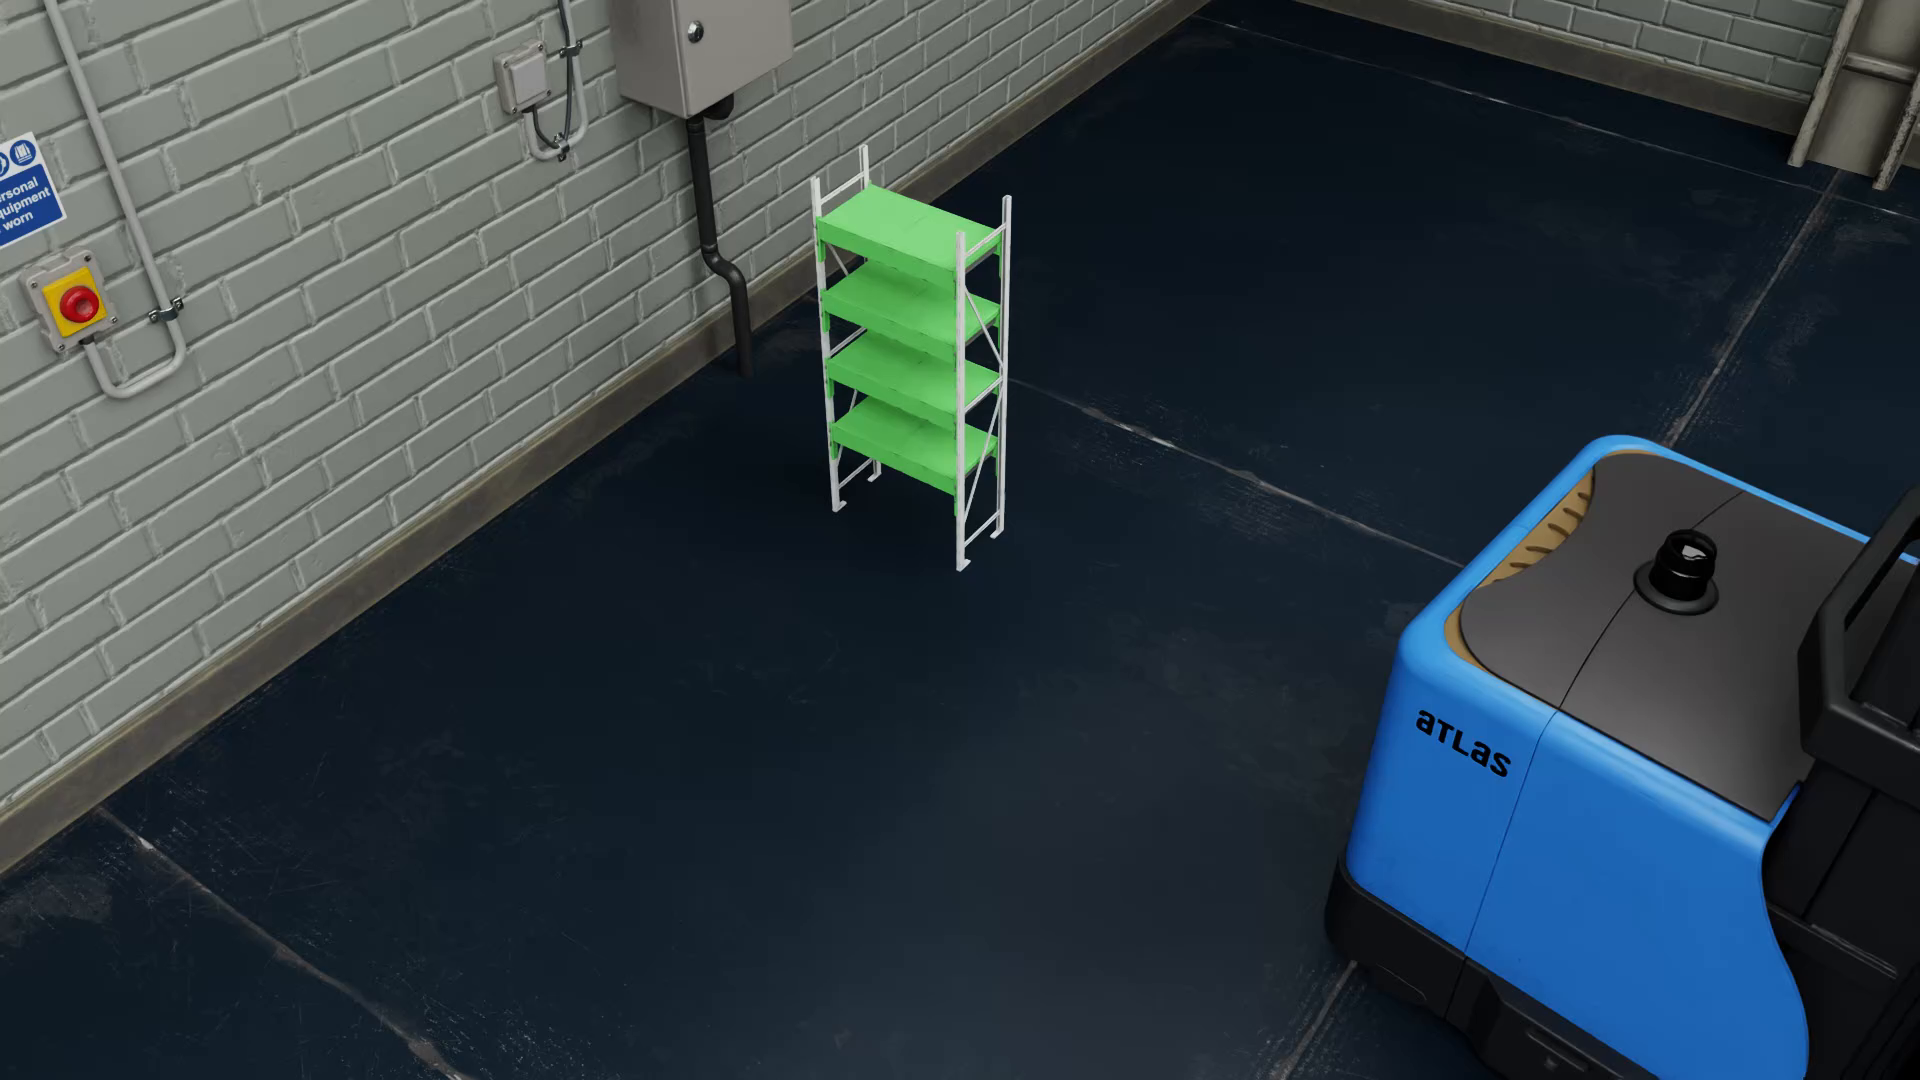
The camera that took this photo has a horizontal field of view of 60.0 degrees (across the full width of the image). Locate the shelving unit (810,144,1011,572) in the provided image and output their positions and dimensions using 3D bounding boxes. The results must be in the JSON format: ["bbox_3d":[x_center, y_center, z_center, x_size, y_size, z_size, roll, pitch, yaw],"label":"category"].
[{"bbox_3d":[-0.136,-0.511,4.921,0.503,1.200,0.258,25,48,25],"label":"shelving unit"}]

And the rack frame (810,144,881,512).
[{"bbox_3d":[-0.335,-0.604,5.025,0.015,1.200,0.240,25,48,25],"label":"rack frame"}]

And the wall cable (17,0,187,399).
[{"bbox_3d":[-2.045,-1.016,3.351,0.123,1.953,0.585,25,48,25],"label":"wall cable"}]

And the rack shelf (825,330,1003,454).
[{"bbox_3d":[-0.136,-0.463,4.963,0.480,0.148,0.258,25,48,25],"label":"rack shelf"}]

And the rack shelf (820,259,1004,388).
[{"bbox_3d":[-0.136,-0.642,4.803,0.480,0.148,0.258,25,48,25],"label":"rack shelf"}]

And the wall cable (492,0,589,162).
[{"bbox_3d":[-1.240,-1.784,4.232,0.122,1.984,0.588,25,48,25],"label":"wall cable"}]

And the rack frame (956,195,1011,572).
[{"bbox_3d":[0.064,-0.417,4.816,0.015,1.200,0.240,25,48,25],"label":"rack frame"}]

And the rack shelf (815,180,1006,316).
[{"bbox_3d":[-0.136,-0.821,4.643,0.480,0.148,0.258,25,48,25],"label":"rack shelf"}]

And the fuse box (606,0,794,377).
[{"bbox_3d":[-0.719,-1.237,5.349,0.414,1.711,0.539,25,48,25],"label":"fuse box"}]

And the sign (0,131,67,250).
[{"bbox_3d":[-2.123,-0.724,3.607,0.001,0.218,0.327,25,48,25],"label":"sign"}]

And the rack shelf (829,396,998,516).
[{"bbox_3d":[-0.136,-0.284,5.123,0.480,0.148,0.258,25,48,25],"label":"rack shelf"}]

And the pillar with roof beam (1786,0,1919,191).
[{"bbox_3d":[1.270,-2.601,1.408,0.400,9.000,9.100,25,48,25],"label":"pillar with roof beam"}]

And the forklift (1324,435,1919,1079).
[{"bbox_3d":[2.327,0.329,2.684,3.031,2.935,1.130,31,50,30],"label":"forklift"}]
